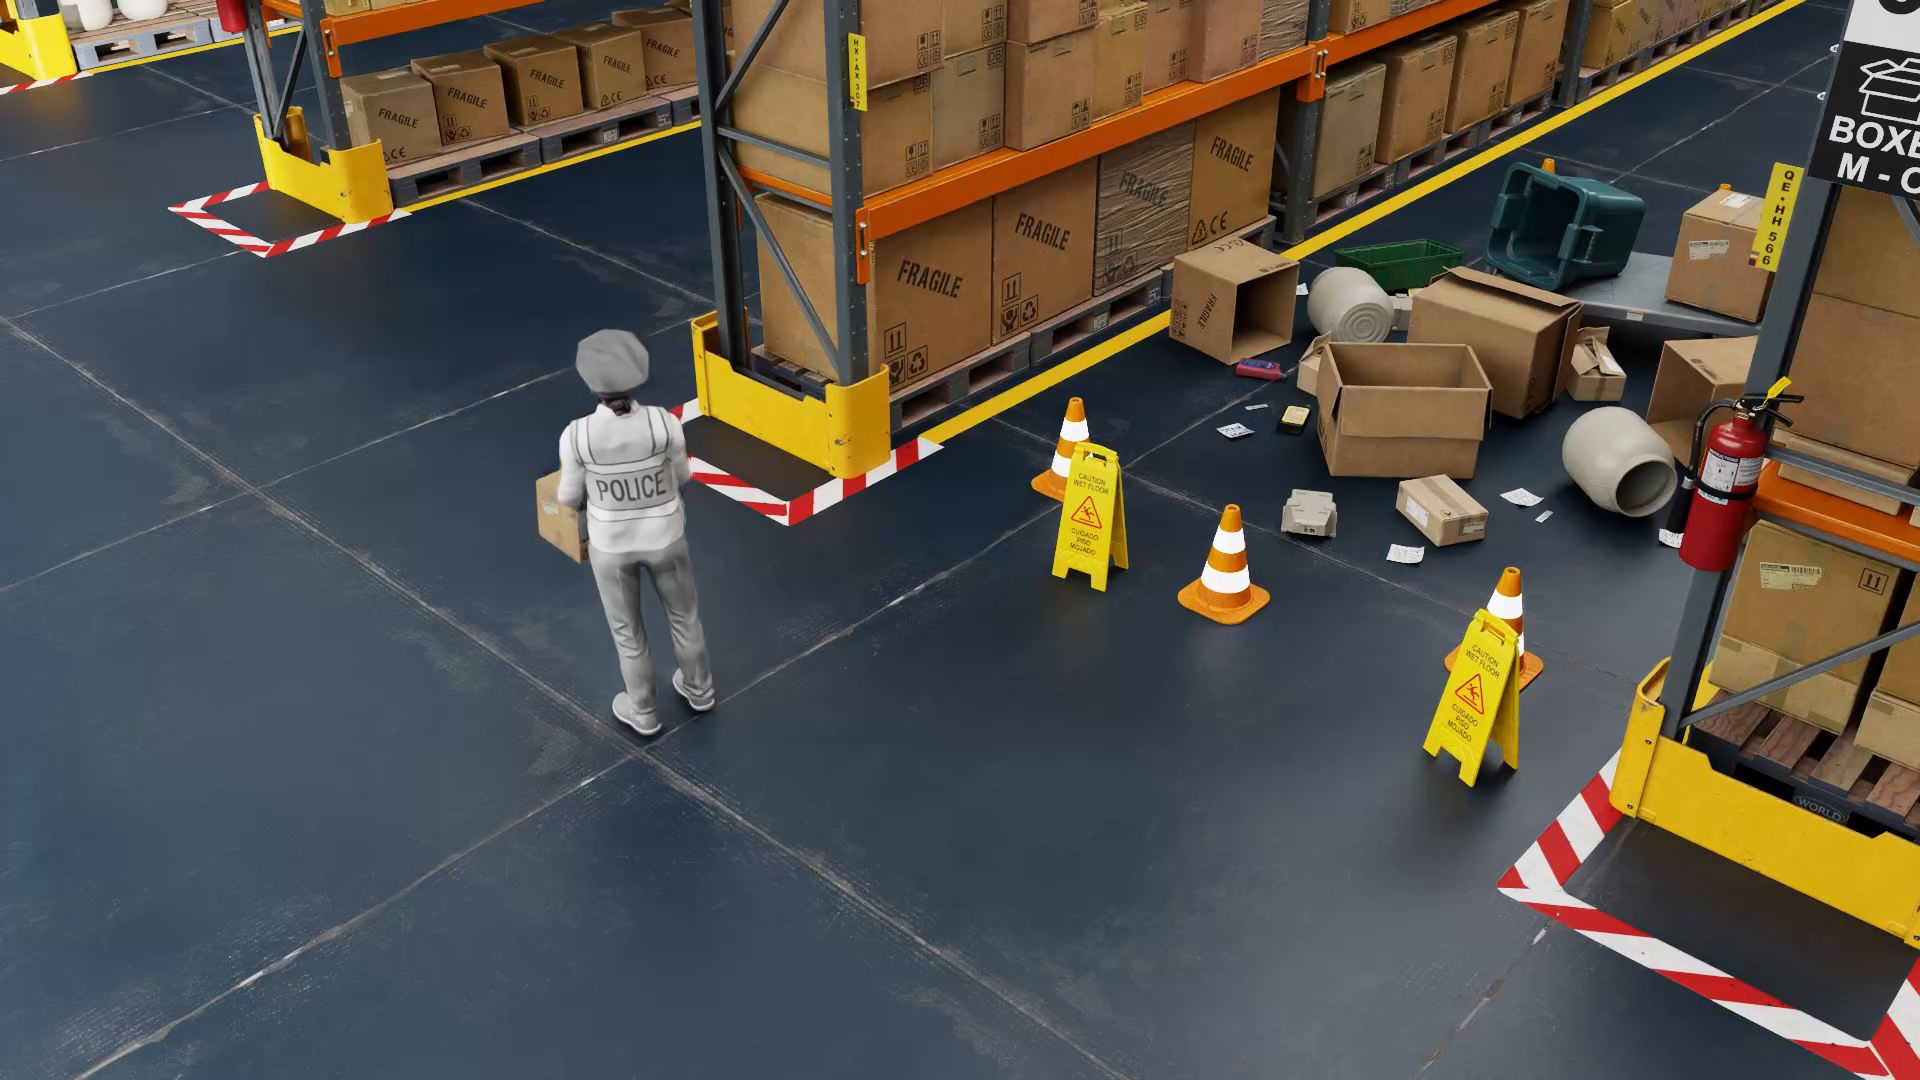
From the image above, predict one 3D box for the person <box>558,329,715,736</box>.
[{"bbox_3d":[-1.204,-0.018,6.118,0.493,1.699,0.512,-9,33,-14],"label":"person"}]
